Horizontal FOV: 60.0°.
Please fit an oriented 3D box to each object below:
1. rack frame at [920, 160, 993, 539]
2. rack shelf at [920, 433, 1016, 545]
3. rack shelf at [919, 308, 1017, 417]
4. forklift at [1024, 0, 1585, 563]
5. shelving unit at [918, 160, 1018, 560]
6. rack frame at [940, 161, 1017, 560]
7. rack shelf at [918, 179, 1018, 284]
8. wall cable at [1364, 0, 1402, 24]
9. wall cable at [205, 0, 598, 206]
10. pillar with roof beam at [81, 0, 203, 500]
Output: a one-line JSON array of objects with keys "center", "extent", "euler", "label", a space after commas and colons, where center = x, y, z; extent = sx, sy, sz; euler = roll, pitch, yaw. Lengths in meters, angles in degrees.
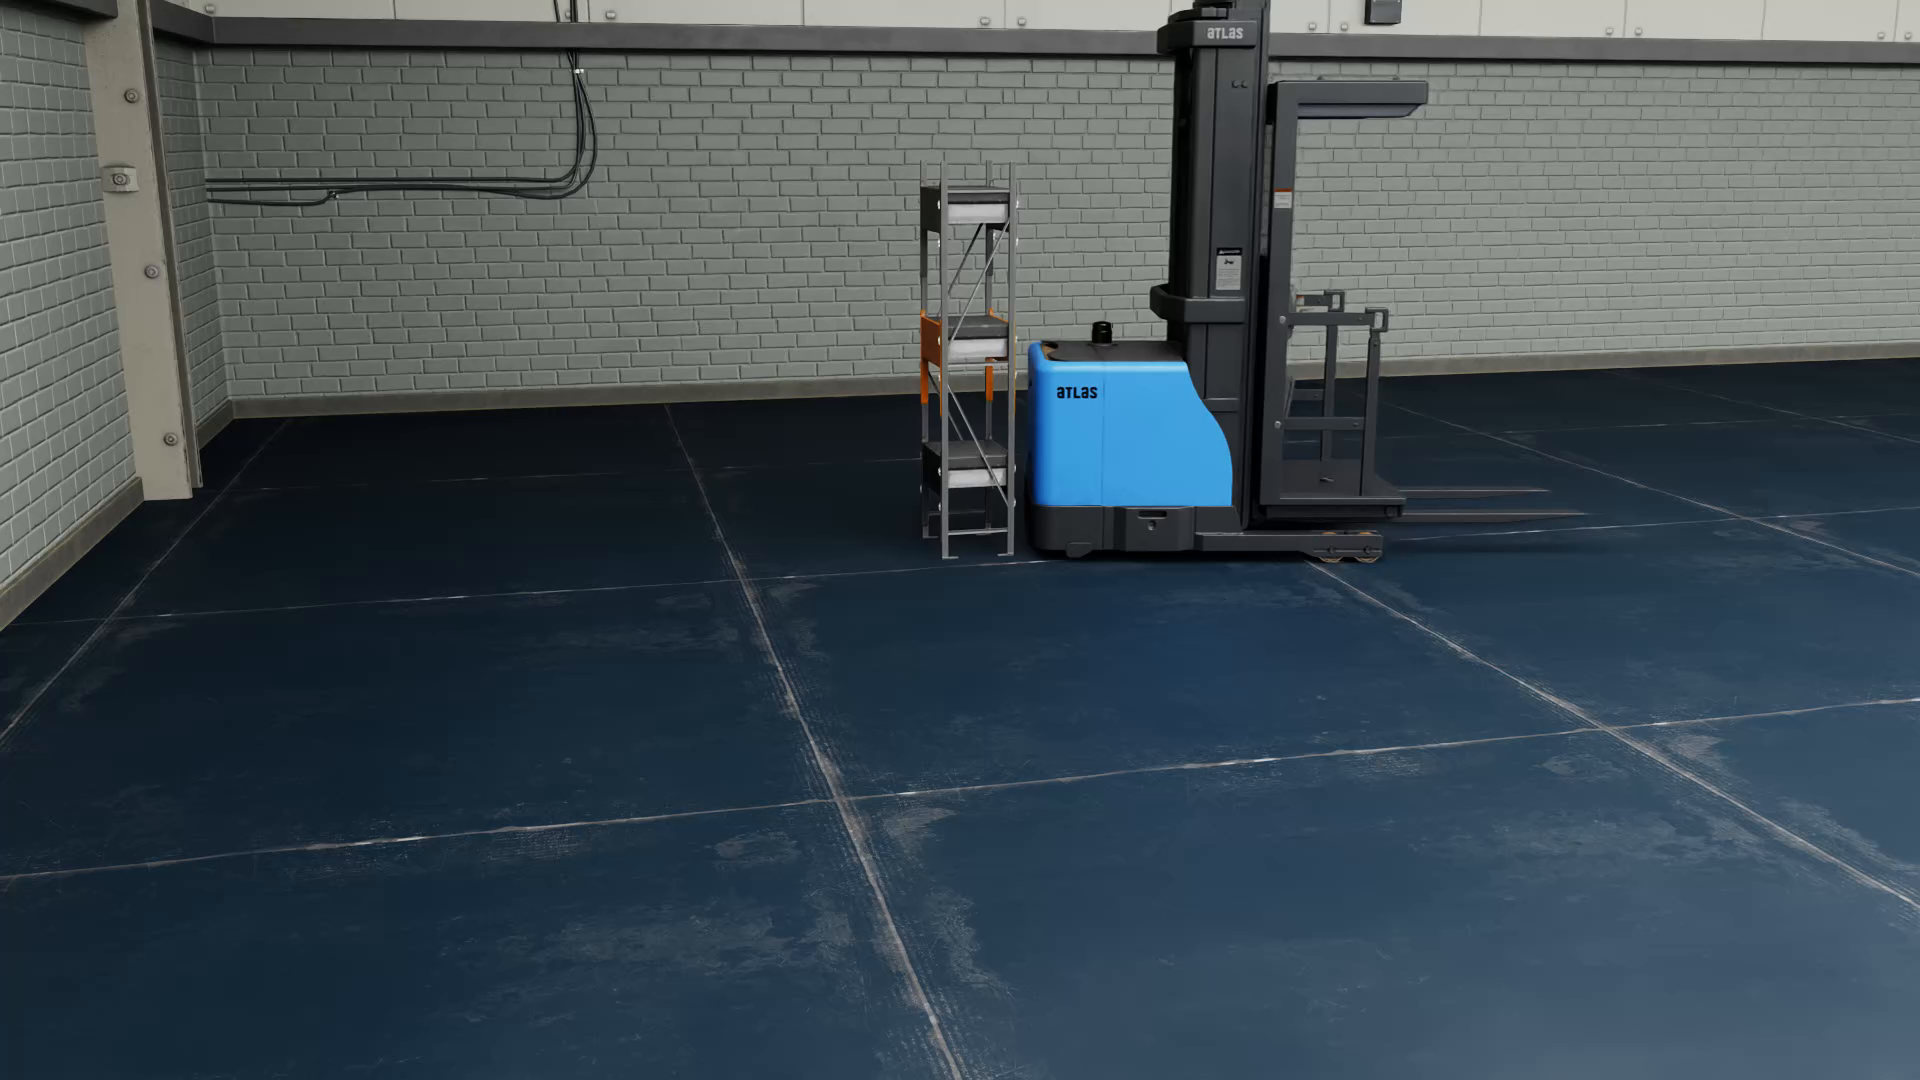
[{"center": [-0.018, -1.038, 9.252], "extent": [0.400, 2.100, 0.015], "euler": [-3, 14, -13], "label": "rack frame"}, {"center": [0.039, -0.289, 9.191], "extent": [0.431, 0.518, 0.480], "euler": [-3, 14, -13], "label": "rack shelf"}, {"center": [0.039, -0.969, 9.025], "extent": [0.431, 0.518, 0.480], "euler": [-3, 14, -13], "label": "rack shelf"}, {"center": [1.897, -1.426, 9.087], "extent": [3.031, 2.935, 1.130], "euler": [0, 14, 0], "label": "forklift"}, {"center": [0.039, -0.982, 9.022], "extent": [0.431, 2.100, 0.503], "euler": [-3, 14, -13], "label": "shelving unit"}, {"center": [0.096, -0.926, 8.791], "extent": [0.400, 2.100, 0.015], "euler": [-3, 14, -13], "label": "rack frame"}, {"center": [0.039, -1.649, 8.859], "extent": [0.431, 0.518, 0.480], "euler": [-3, 14, -13], "label": "rack shelf"}, {"center": [4.769, -7.603, 14.422], "extent": [2.305, 6.003, 0.169], "euler": [-3, 14, -13], "label": "wall cable"}, {"center": [-4.463, -3.917, 13.043], "extent": [3.097, 2.526, 0.112], "euler": [-3, 14, -13], "label": "wall cable"}, {"center": [-0.872, -4.912, 10.573], "extent": [9.100, 9.000, 0.400], "euler": [-3, 14, -13], "label": "pillar with roof beam"}]
